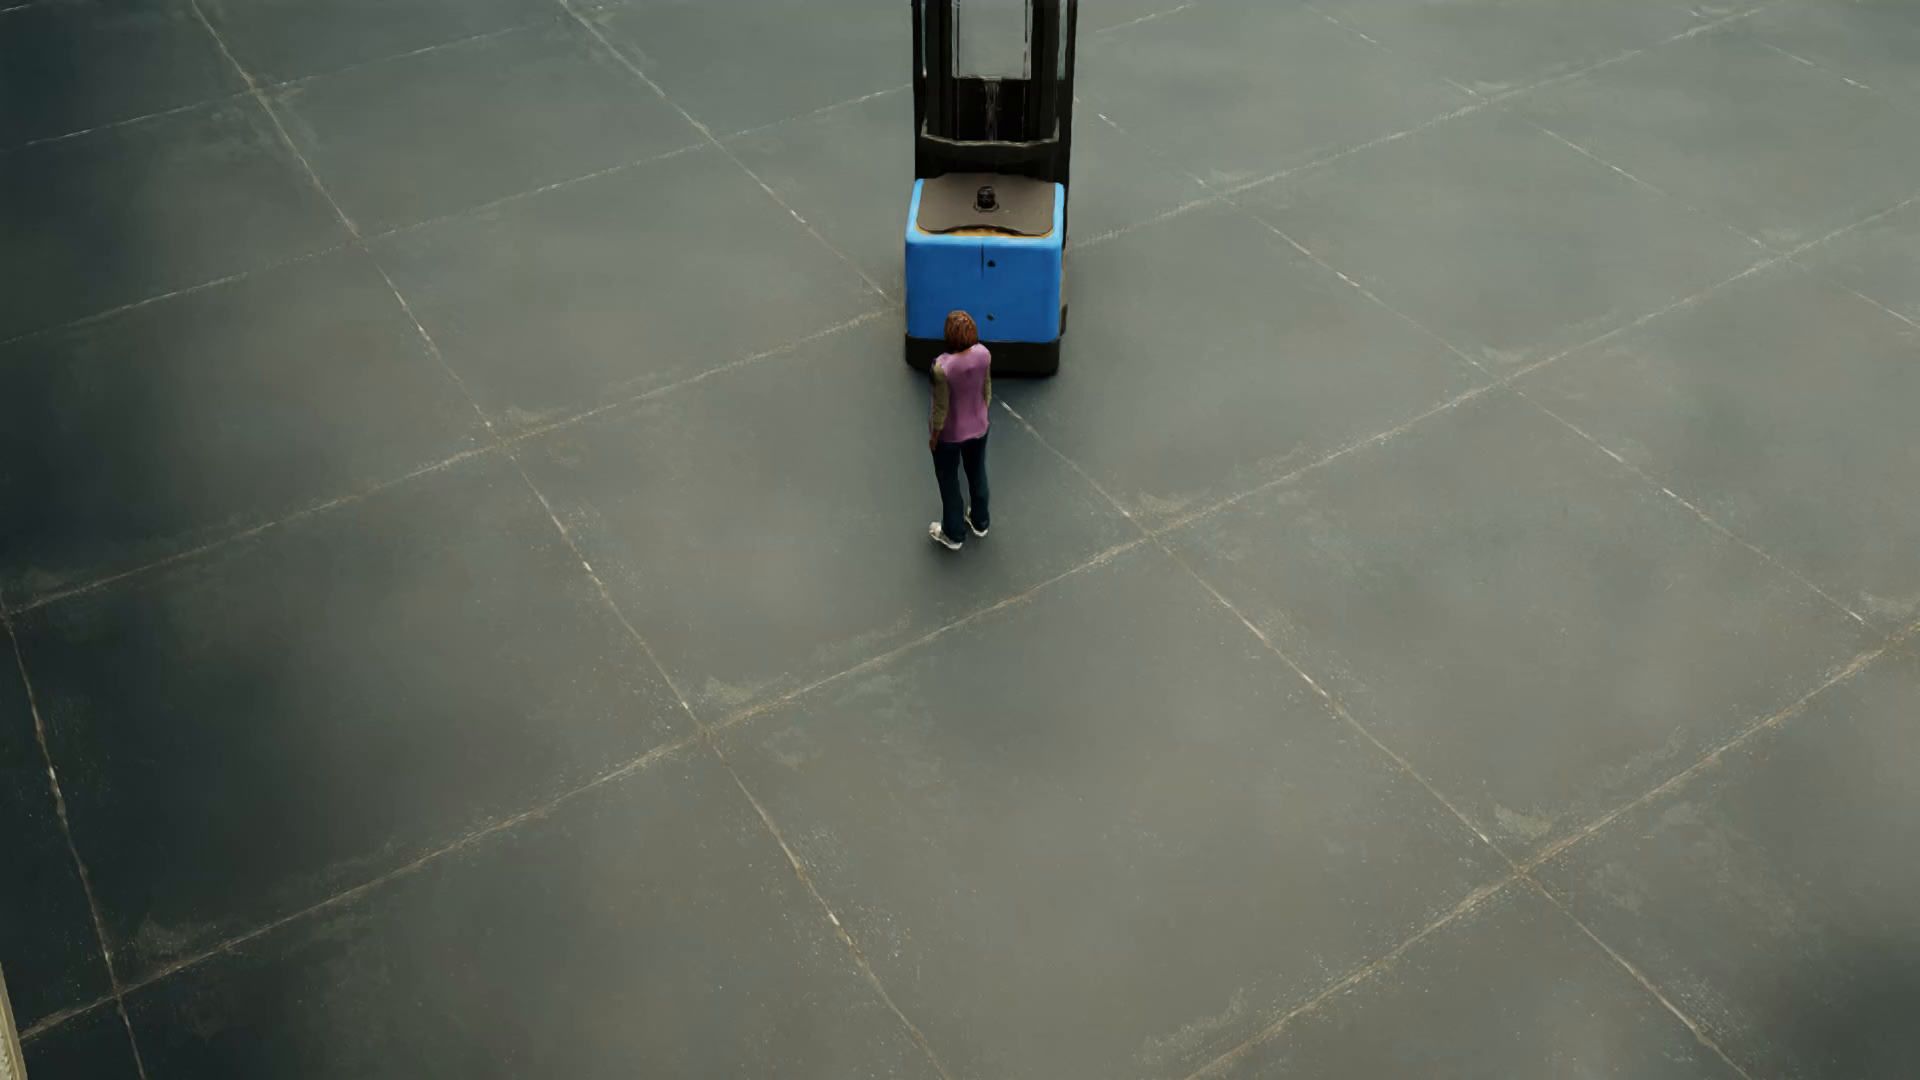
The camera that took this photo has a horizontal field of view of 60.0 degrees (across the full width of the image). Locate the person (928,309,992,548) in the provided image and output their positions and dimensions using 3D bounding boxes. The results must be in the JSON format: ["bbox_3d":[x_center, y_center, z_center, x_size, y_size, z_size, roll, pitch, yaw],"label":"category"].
[{"bbox_3d":[-0.005,-0.638,9.551,0.405,1.603,0.311,-23,46,-24],"label":"person"}]

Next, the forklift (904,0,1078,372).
[{"bbox_3d":[0.245,-3.199,11.531,1.130,2.935,3.031,2,41,3],"label":"forklift"}]
